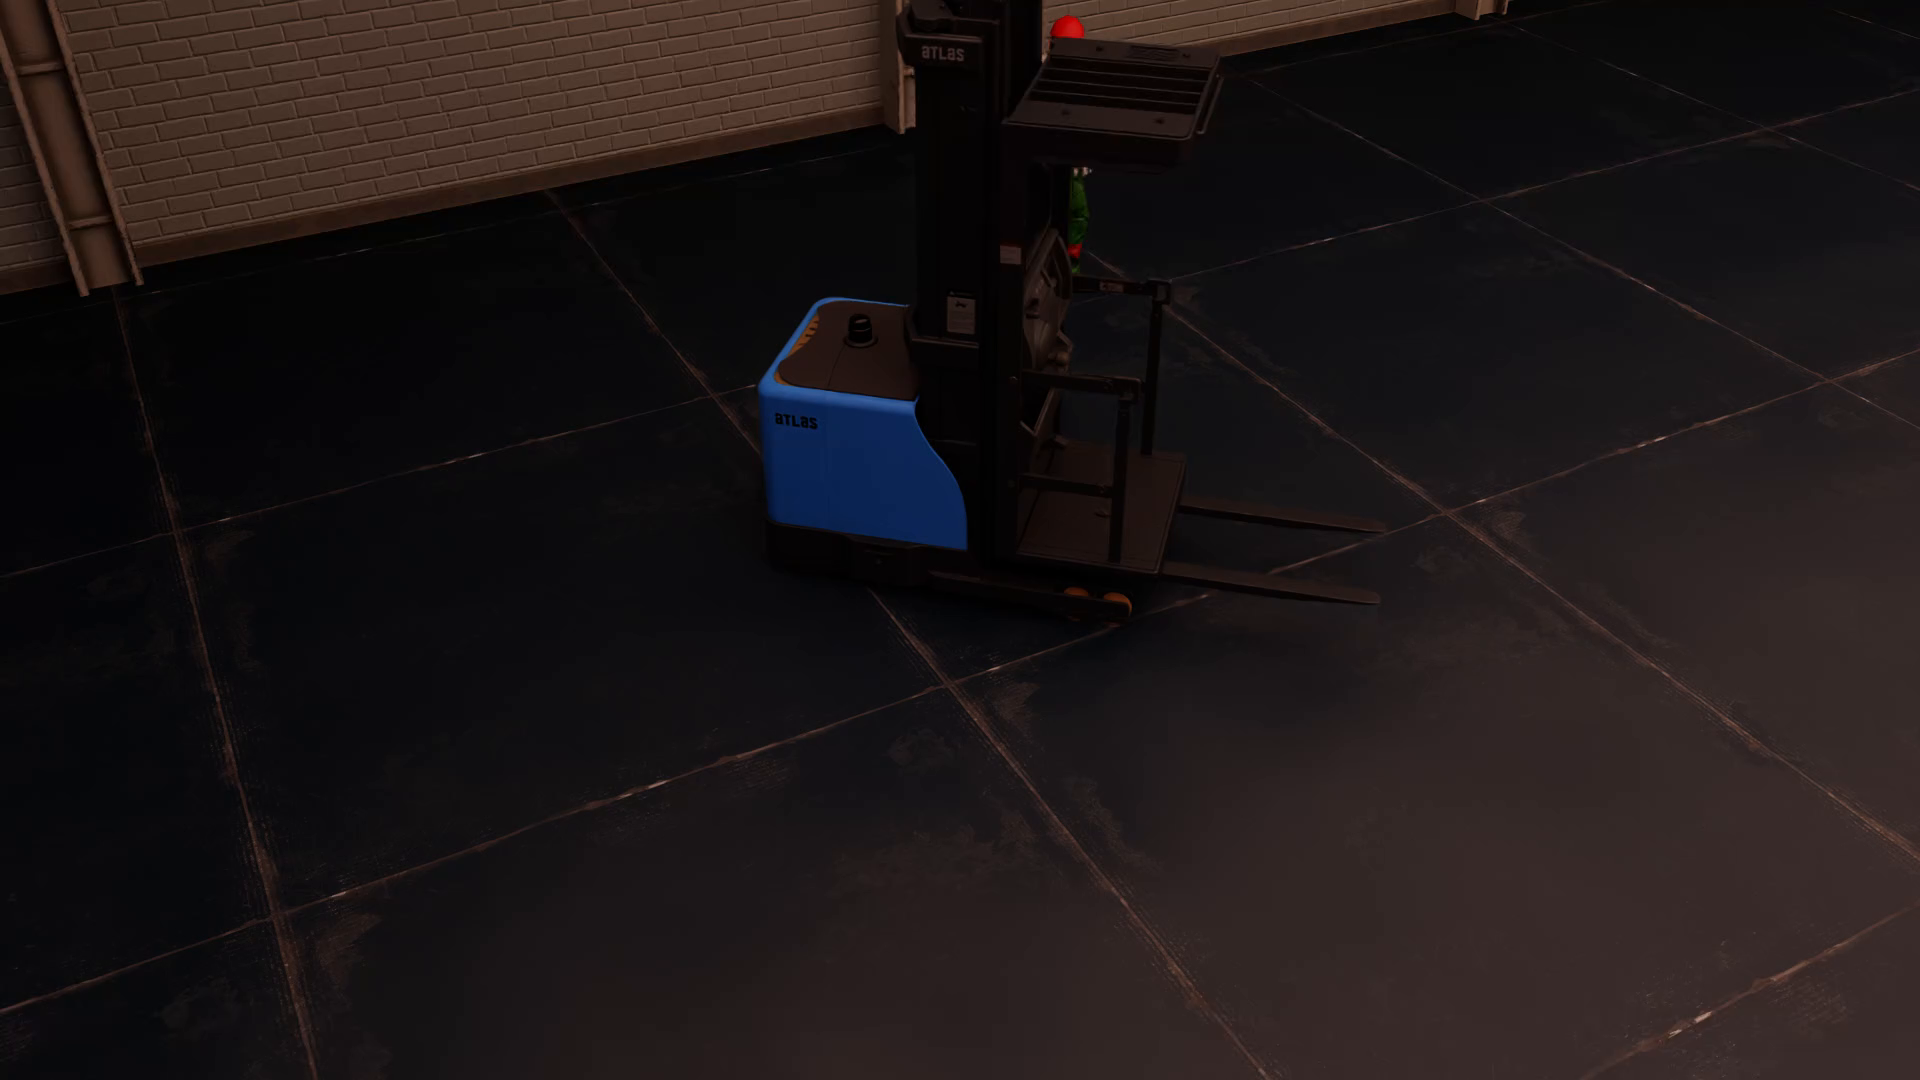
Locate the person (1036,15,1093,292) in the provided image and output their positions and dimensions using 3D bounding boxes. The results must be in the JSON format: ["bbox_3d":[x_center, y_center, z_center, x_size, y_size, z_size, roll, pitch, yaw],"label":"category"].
[{"bbox_3d":[0.659,-2.457,10.621,0.502,1.755,0.745,-6,36,-9],"label":"person"}]

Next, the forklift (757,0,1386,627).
[{"bbox_3d":[0.595,-1.115,7.701,3.031,2.935,1.130,8,36,11],"label":"forklift"}]
